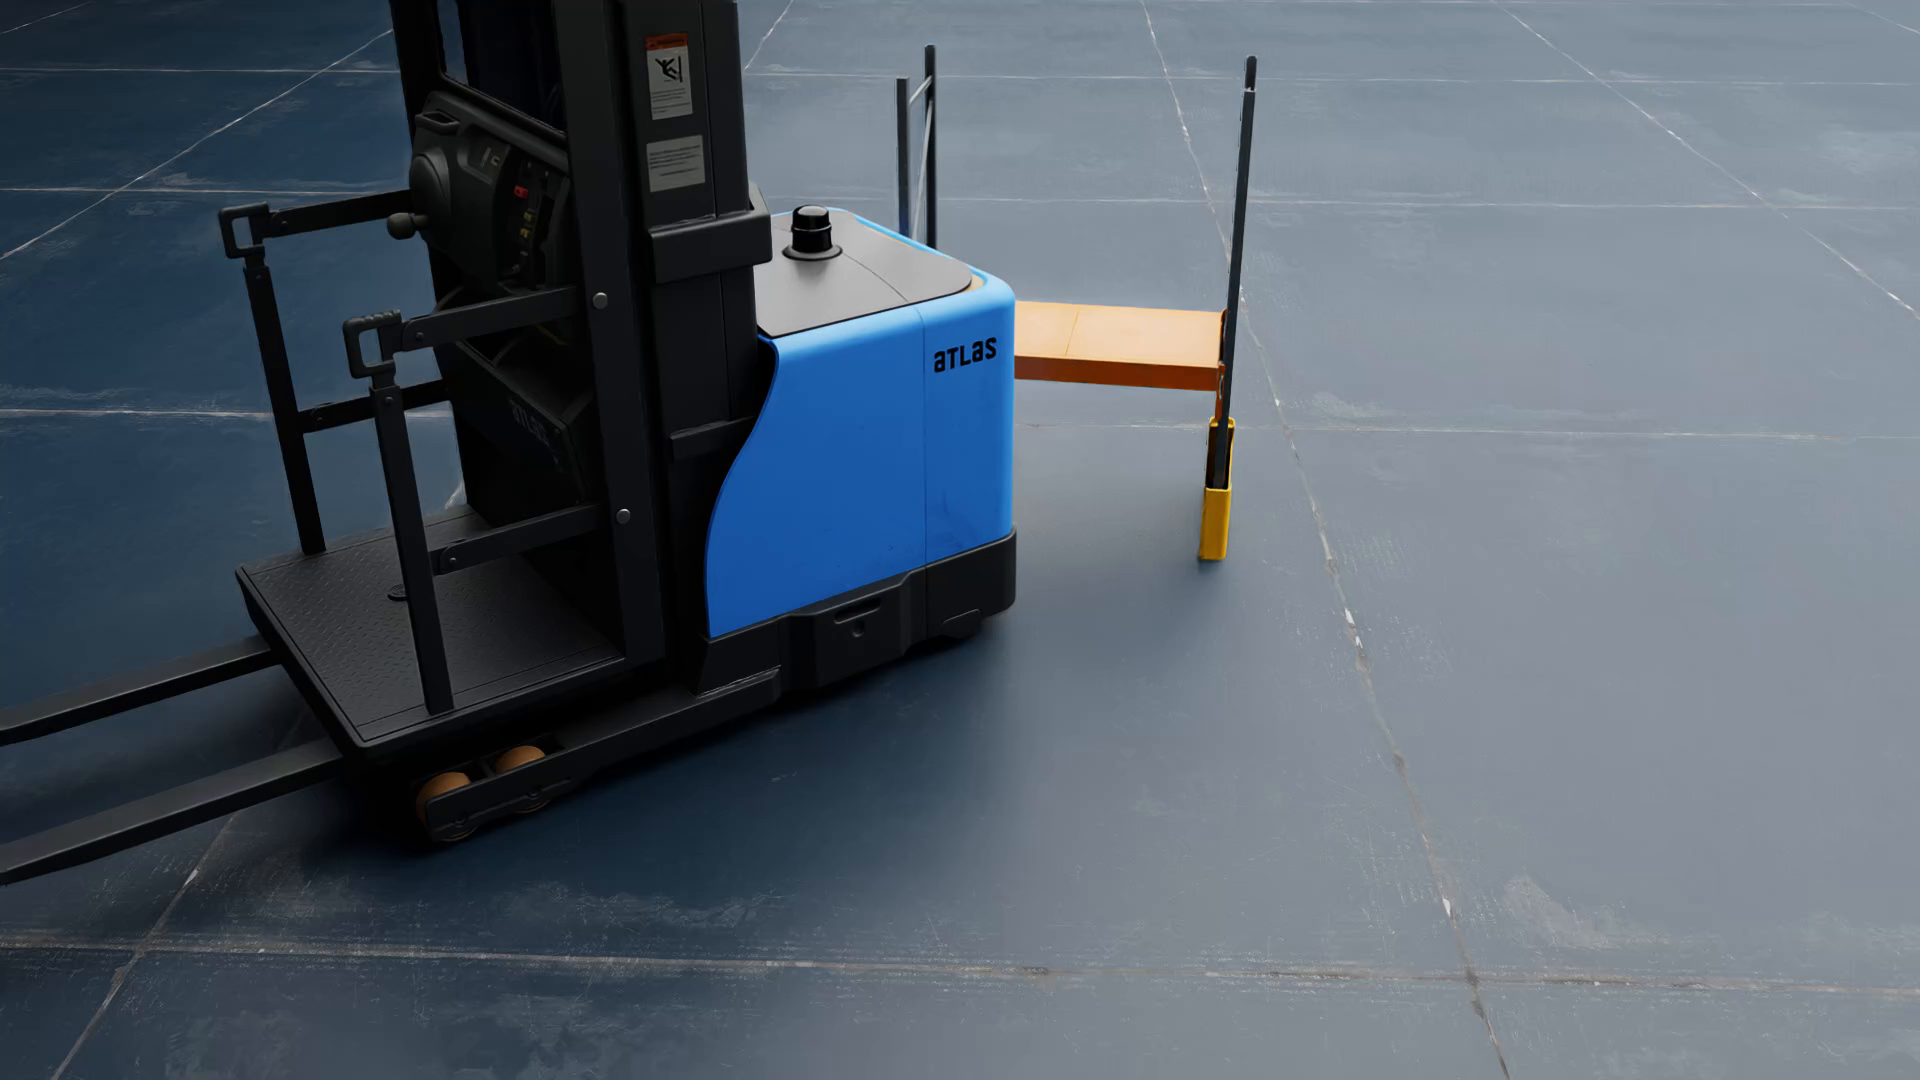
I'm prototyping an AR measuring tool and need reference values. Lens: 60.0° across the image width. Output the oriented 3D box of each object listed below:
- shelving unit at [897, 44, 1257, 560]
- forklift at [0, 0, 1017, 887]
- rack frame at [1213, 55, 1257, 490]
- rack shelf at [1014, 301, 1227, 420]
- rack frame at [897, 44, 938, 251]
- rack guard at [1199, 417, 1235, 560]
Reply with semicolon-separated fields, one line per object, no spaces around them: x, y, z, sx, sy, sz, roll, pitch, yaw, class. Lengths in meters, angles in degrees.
0.379;-0.774;5.397;1.083;1.500;0.587;4;28;8;shelving unit
-1.324;-0.830;3.974;3.031;2.935;1.130;-19;33;-31;forklift
0.871;-0.736;5.324;0.032;1.500;0.500;4;28;8;rack frame
0.370;-0.616;5.483;1.000;0.185;0.538;4;28;8;rack shelf
-0.131;-0.814;5.473;0.032;1.500;0.500;4;28;8;rack frame
0.870;-0.184;5.617;0.087;0.250;0.587;4;28;8;rack guard
